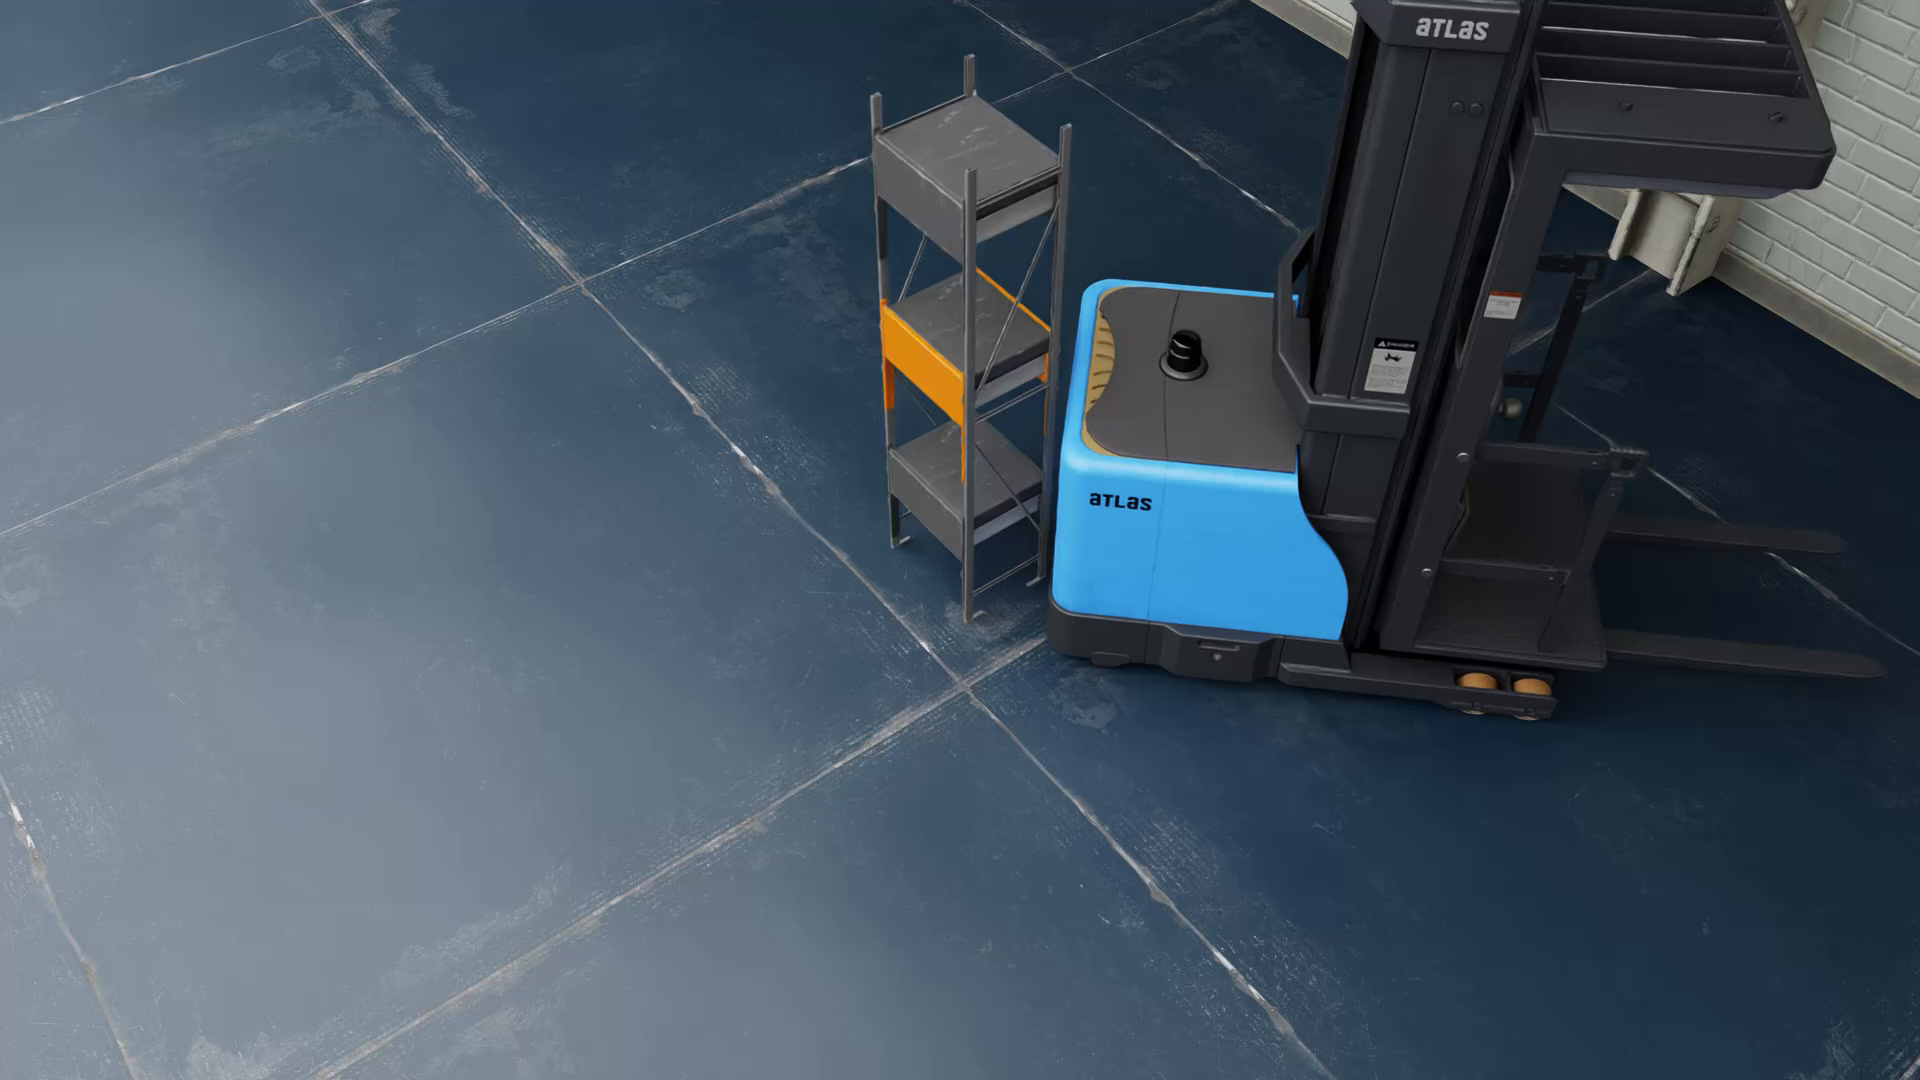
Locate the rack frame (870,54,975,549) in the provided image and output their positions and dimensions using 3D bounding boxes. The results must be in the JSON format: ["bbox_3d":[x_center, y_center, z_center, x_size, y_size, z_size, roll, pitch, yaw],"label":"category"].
[{"bbox_3d":[-0.115,-0.760,6.021,0.400,2.100,0.015,-29,54,-24],"label":"rack frame"}]

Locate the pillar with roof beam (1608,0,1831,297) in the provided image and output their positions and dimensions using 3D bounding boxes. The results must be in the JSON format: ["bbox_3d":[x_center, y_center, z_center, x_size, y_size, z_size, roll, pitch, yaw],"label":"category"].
[{"bbox_3d":[-0.078,-2.413,2.862,9.100,9.000,0.400,-29,54,-24],"label":"pillar with roof beam"}]

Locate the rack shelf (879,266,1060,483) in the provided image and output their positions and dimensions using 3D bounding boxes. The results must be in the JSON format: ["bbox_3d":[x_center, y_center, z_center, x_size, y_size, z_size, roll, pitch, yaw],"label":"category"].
[{"bbox_3d":[0.031,-0.607,5.900,0.431,0.518,0.480,-29,54,-24],"label":"rack shelf"}]

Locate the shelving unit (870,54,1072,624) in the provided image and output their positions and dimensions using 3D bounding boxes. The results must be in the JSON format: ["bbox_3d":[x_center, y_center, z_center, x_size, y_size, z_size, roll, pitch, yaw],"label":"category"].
[{"bbox_3d":[0.031,-0.616,5.890,0.431,2.100,0.503,-29,54,-24],"label":"shelving unit"}]

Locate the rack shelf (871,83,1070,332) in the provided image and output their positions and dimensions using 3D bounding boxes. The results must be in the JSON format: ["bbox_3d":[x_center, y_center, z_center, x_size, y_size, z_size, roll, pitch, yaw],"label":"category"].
[{"bbox_3d":[0.031,-1.077,5.381,0.431,0.518,0.480,-29,54,-24],"label":"rack shelf"}]

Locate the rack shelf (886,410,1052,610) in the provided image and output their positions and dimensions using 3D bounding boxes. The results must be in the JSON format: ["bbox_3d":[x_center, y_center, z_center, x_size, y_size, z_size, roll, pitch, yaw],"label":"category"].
[{"bbox_3d":[0.031,-0.136,6.418,0.431,0.518,0.480,-29,54,-24],"label":"rack shelf"}]

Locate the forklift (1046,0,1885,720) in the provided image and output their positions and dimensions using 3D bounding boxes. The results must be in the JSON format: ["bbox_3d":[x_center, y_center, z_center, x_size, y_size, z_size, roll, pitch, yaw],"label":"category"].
[{"bbox_3d":[1.886,-0.742,5.443,3.031,2.935,1.130,6,48,5],"label":"forklift"}]

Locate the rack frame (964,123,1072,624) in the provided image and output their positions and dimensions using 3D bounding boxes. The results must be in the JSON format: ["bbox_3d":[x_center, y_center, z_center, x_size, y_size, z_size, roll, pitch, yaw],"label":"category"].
[{"bbox_3d":[0.178,-0.471,5.759,0.400,2.100,0.015,-29,54,-24],"label":"rack frame"}]
